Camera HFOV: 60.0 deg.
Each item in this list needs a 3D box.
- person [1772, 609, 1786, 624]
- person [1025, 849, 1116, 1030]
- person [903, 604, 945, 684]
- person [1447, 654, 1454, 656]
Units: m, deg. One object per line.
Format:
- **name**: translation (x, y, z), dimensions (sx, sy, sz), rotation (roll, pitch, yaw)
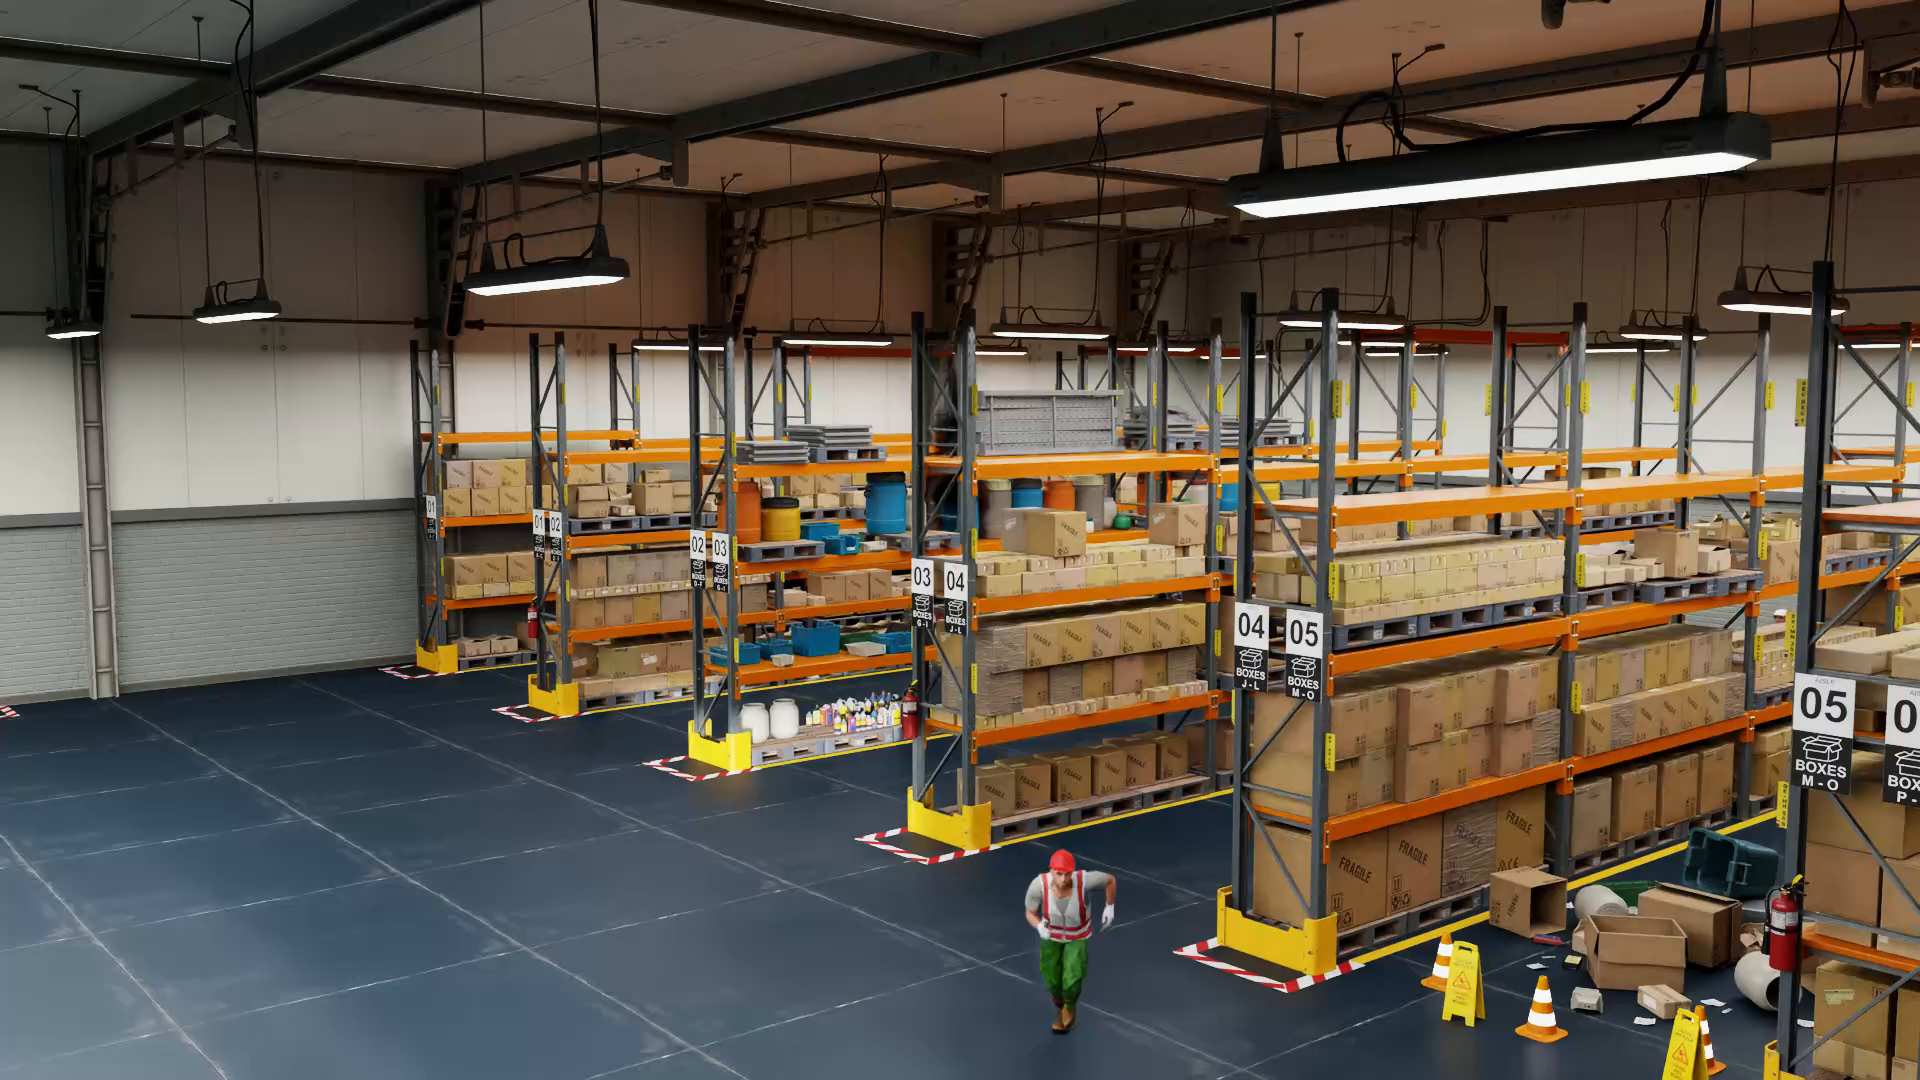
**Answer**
- **person**: translation (12.641, 1.931, 25.653), dimensions (0.760, 1.733, 0.669), rotation (-5, 7, -44)
- **person**: translation (0.864, 3.155, 13.029), dimensions (0.701, 1.608, 0.895), rotation (1, 5, 8)
- **person**: translation (-0.554, 1.455, 27.476), dimensions (0.657, 1.786, 0.863), rotation (4, 7, 38)
- **person**: translation (6.801, 2.254, 22.804), dimensions (0.723, 1.546, 0.560), rotation (-4, 7, -37)
